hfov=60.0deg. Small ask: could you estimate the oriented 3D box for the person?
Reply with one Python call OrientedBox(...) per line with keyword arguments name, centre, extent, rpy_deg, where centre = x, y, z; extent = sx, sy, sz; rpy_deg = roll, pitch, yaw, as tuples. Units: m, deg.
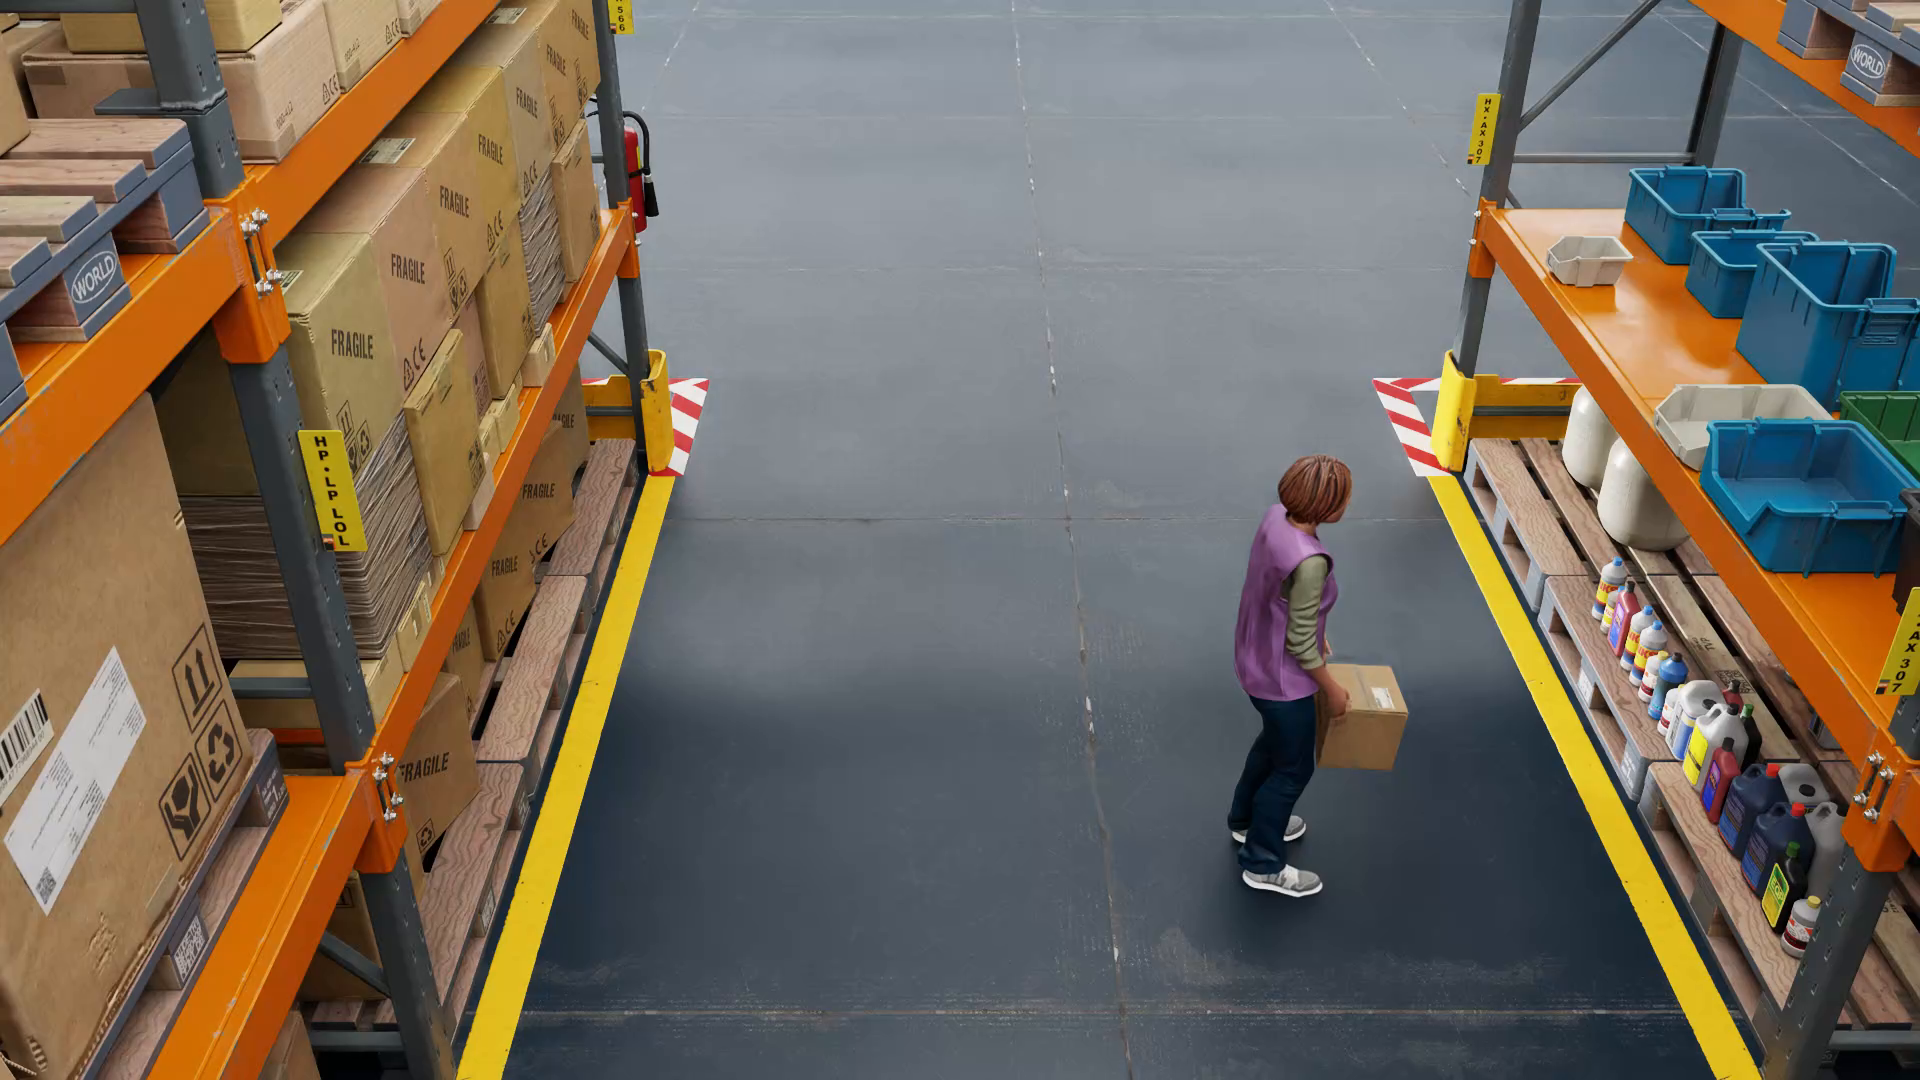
OrientedBox(name="person", centre=(1.084, 0.436, 5.449), extent=(0.332, 1.591, 0.447), rpy_deg=(-1, 32, -1))
